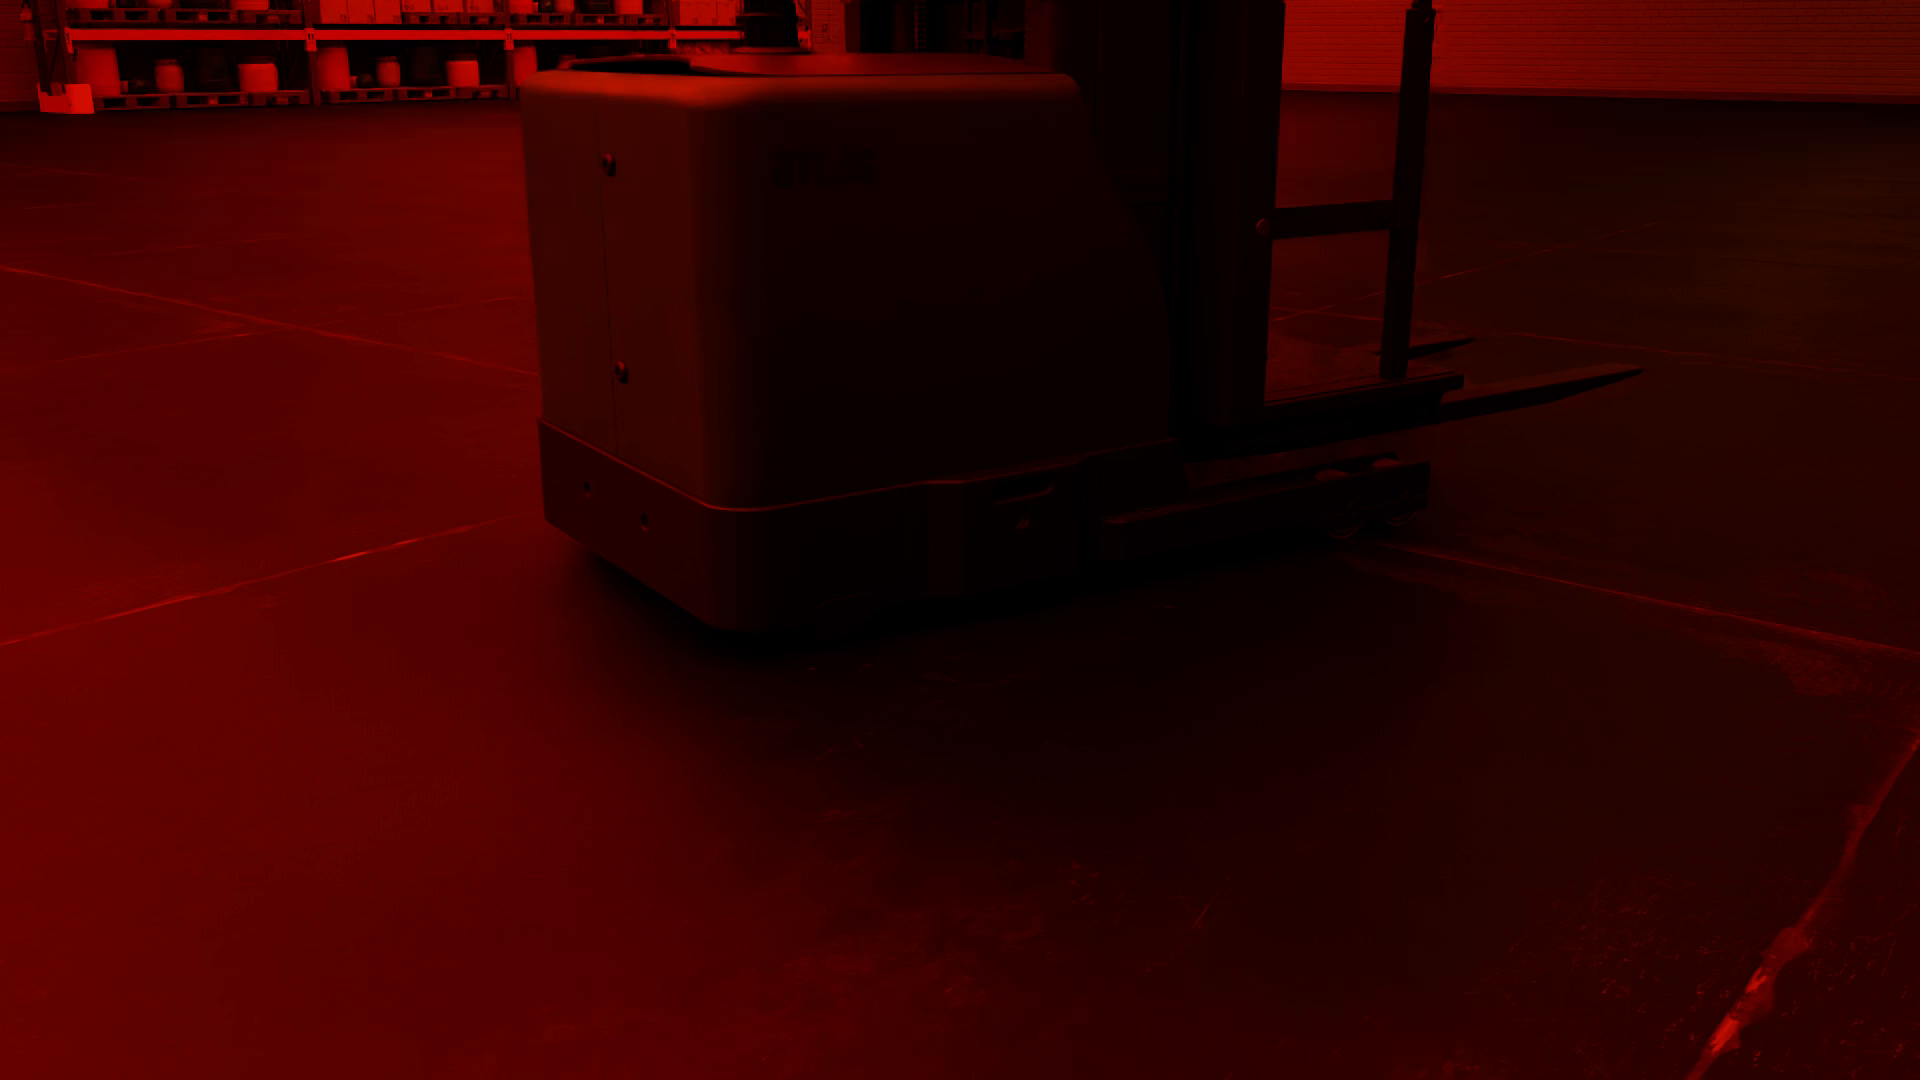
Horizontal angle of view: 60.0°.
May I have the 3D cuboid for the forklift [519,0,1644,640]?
[{"bbox_3d":[0.539,-1.520,3.902,3.031,2.935,1.130,-11,20,-32],"label":"forklift"}]
